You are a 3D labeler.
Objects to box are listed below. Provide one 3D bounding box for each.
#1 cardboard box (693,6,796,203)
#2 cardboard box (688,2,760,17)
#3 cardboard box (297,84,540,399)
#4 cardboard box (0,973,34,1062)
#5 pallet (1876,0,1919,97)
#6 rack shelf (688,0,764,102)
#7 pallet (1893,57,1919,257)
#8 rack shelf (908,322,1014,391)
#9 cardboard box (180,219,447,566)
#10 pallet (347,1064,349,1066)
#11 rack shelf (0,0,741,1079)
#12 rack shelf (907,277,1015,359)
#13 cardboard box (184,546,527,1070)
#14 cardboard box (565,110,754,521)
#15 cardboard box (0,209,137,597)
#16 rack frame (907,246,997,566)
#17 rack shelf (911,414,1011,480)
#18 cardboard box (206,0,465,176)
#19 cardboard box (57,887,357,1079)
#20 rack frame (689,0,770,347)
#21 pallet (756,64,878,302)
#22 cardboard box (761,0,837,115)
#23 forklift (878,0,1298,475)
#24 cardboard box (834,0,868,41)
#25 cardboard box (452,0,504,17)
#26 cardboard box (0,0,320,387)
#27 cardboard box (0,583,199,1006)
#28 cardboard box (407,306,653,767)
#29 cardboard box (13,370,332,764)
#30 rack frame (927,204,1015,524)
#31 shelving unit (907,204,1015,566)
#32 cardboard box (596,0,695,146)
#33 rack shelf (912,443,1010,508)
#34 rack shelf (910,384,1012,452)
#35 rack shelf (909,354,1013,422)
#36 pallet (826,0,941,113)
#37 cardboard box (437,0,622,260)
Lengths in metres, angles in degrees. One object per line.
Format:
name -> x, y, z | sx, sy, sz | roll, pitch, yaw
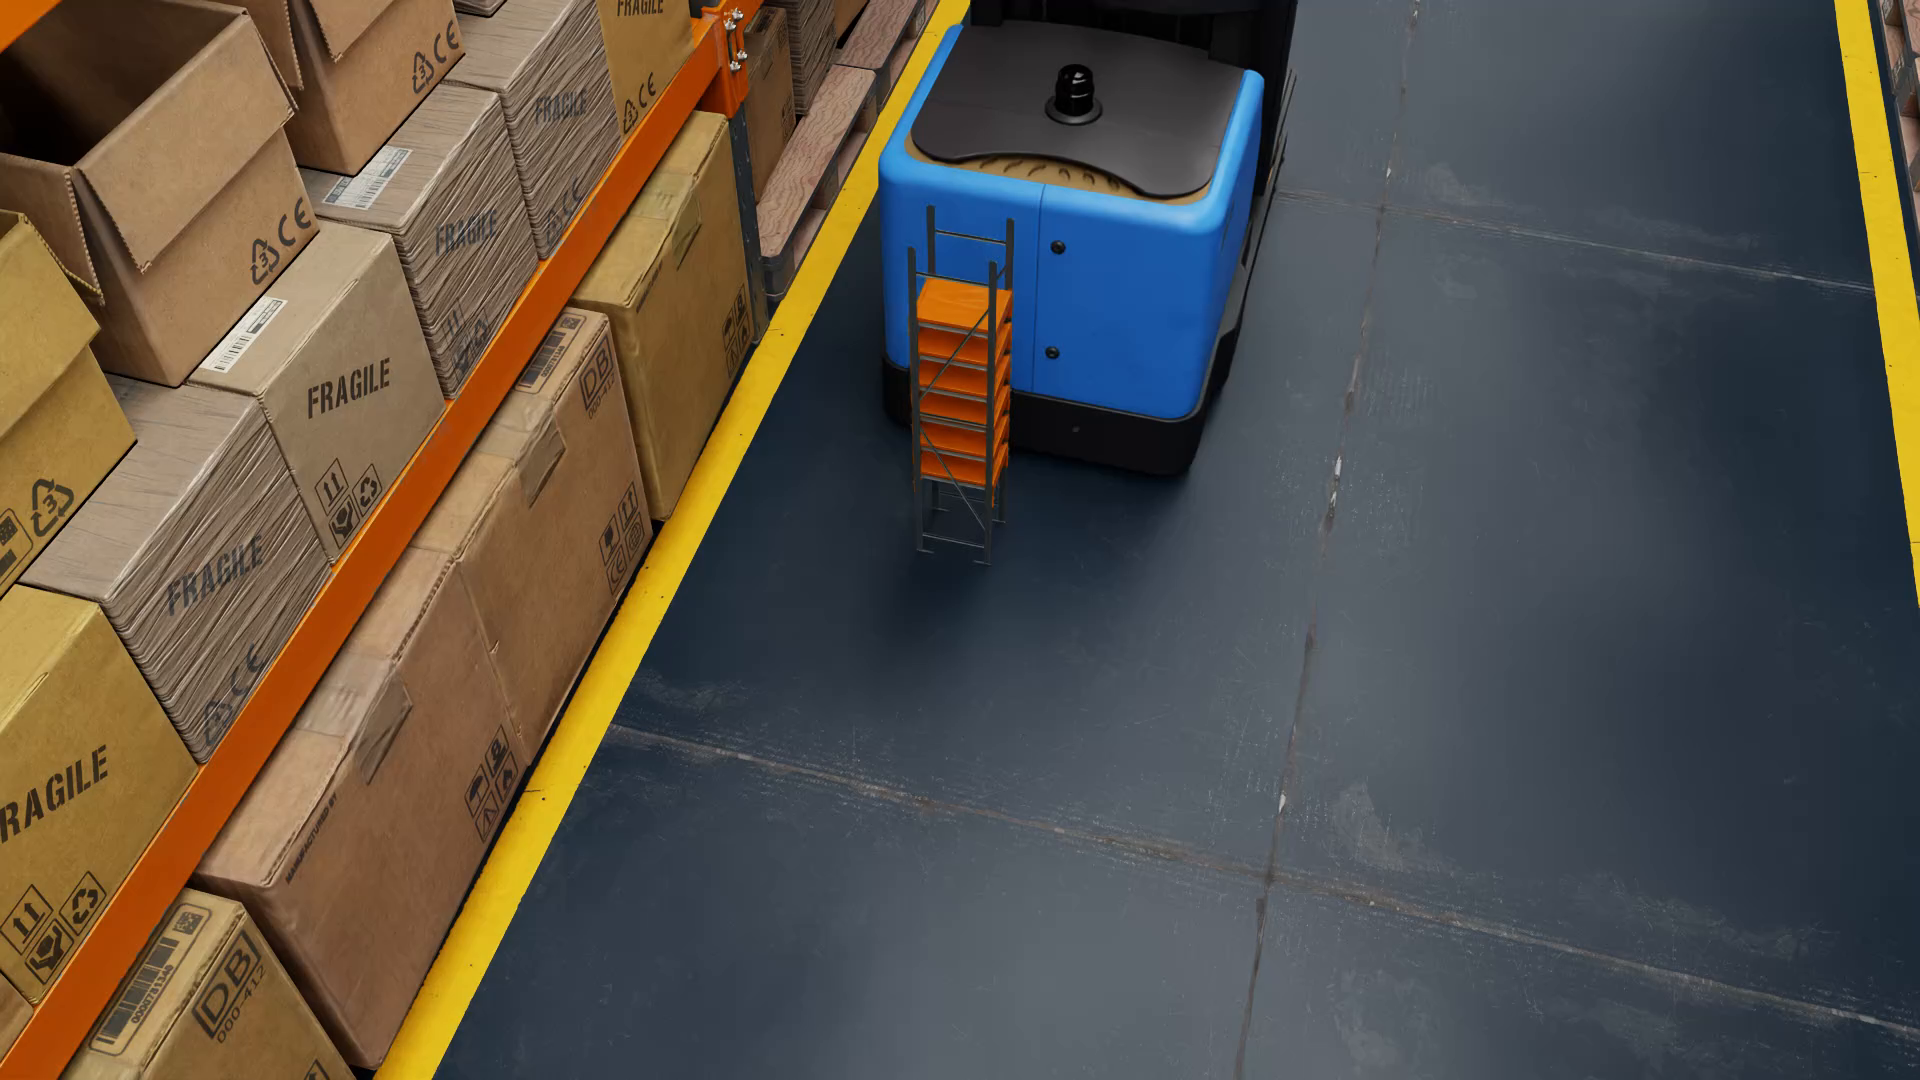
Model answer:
cardboard box -> -1.019, -1.622, 6.055 | 0.700, 0.500, 0.500 | 9, 49, 8
cardboard box -> -1.029, -1.872, 5.775 | 0.500, 0.250, 0.500 | 13, 50, 12
cardboard box -> -1.337, -0.706, 3.806 | 0.500, 0.500, 0.500 | 10, 49, 9
cardboard box -> -1.867, 0.762, 2.510 | 0.500, 0.500, 0.500 | 12, 50, 10
pallet -> 4.486, -2.232, 7.079 | 1.003, 0.211, 1.213 | 12, 50, 10
rack shelf -> -0.650, -3.023, 6.398 | 1.077, 0.370, 4.000 | 12, 50, 10
pallet -> 4.167, -1.347, 6.298 | 1.003, 0.211, 1.213 | 12, 50, 10
rack shelf -> 0.004, -0.537, 4.663 | 0.258, 0.103, 0.180 | 12, 50, 10
cardboard box -> -1.472, -0.339, 3.481 | 0.500, 0.500, 0.500 | 12, 50, 11
pallet -> -2.098, 1.428, 3.849 | 1.003, 0.211, 1.213 | 12, 50, 10
rack shelf -> -1.702, -0.130, 3.844 | 1.077, 0.370, 4.000 | 12, 50, 10
rack shelf -> 0.004, -0.616, 4.573 | 0.258, 0.103, 0.180 | 12, 50, 10
cardboard box -> -1.845, 0.529, 3.919 | 1.225, 0.875, 0.875 | 10, 49, 9
cardboard box -> -1.378, -0.756, 5.053 | 1.225, 0.875, 0.875 | 9, 49, 8
cardboard box -> -1.877, -0.244, 2.729 | 0.797, 0.503, 0.637 | 12, 50, 10
rack frame -> -0.020, -0.341, 4.751 | 0.240, 1.200, 0.006 | 12, 50, 10
rack shelf -> 0.004, -0.299, 4.933 | 0.258, 0.103, 0.180 | 12, 50, 10
cardboard box -> -1.558, -1.183, 3.558 | 0.797, 0.503, 0.637 | 13, 50, 11
cardboard box -> -2.080, 1.176, 3.349 | 1.225, 0.875, 0.875 | 12, 50, 10
rack frame -> -1.176, -1.815, 4.851 | 1.000, 3.000, 0.127 | 12, 50, 10
pallet -> -0.969, -1.457, 6.395 | 1.003, 0.211, 1.213 | 12, 50, 10
cardboard box -> -0.885, -2.026, 6.411 | 0.700, 0.500, 0.500 | 8, 49, 7
forklift -> 0.641, -2.311, 5.335 | 1.130, 2.935, 3.031 | 12, 50, 10
cardboard box -> -0.743, -2.437, 6.774 | 0.700, 0.500, 0.500 | 15, 50, 13
cardboard box -> -1.384, -1.654, 3.974 | 0.797, 0.503, 0.637 | 13, 50, 11
cardboard box -> -1.728, -0.697, 3.129 | 0.797, 0.503, 0.637 | 13, 50, 11
cardboard box -> -1.735, 0.398, 2.831 | 0.500, 0.500, 0.500 | 12, 50, 10
cardboard box -> -1.620, -0.112, 4.486 | 1.225, 0.875, 0.875 | 12, 50, 10
cardboard box -> -1.603, 0.036, 3.151 | 0.500, 0.500, 0.500 | 11, 49, 9
rack frame -> 0.028, -0.474, 4.868 | 0.240, 1.200, 0.006 | 12, 50, 10
shelving unit -> 0.004, -0.407, 4.809 | 0.258, 1.200, 0.189 | 12, 50, 10
cardboard box -> -1.067, -1.442, 4.455 | 0.500, 0.500, 0.500 | 13, 50, 11
rack shelf -> 0.004, -0.219, 5.023 | 0.258, 0.103, 0.180 | 12, 50, 10
rack shelf -> 0.004, -0.378, 4.843 | 0.258, 0.103, 0.180 | 12, 50, 10
rack shelf -> 0.004, -0.458, 4.753 | 0.258, 0.103, 0.180 | 12, 50, 10
pallet -> -0.646, -2.337, 7.172 | 1.003, 0.211, 1.213 | 12, 50, 10
cardboard box -> -1.204, -1.083, 4.138 | 0.500, 0.500, 0.500 | 11, 50, 10
